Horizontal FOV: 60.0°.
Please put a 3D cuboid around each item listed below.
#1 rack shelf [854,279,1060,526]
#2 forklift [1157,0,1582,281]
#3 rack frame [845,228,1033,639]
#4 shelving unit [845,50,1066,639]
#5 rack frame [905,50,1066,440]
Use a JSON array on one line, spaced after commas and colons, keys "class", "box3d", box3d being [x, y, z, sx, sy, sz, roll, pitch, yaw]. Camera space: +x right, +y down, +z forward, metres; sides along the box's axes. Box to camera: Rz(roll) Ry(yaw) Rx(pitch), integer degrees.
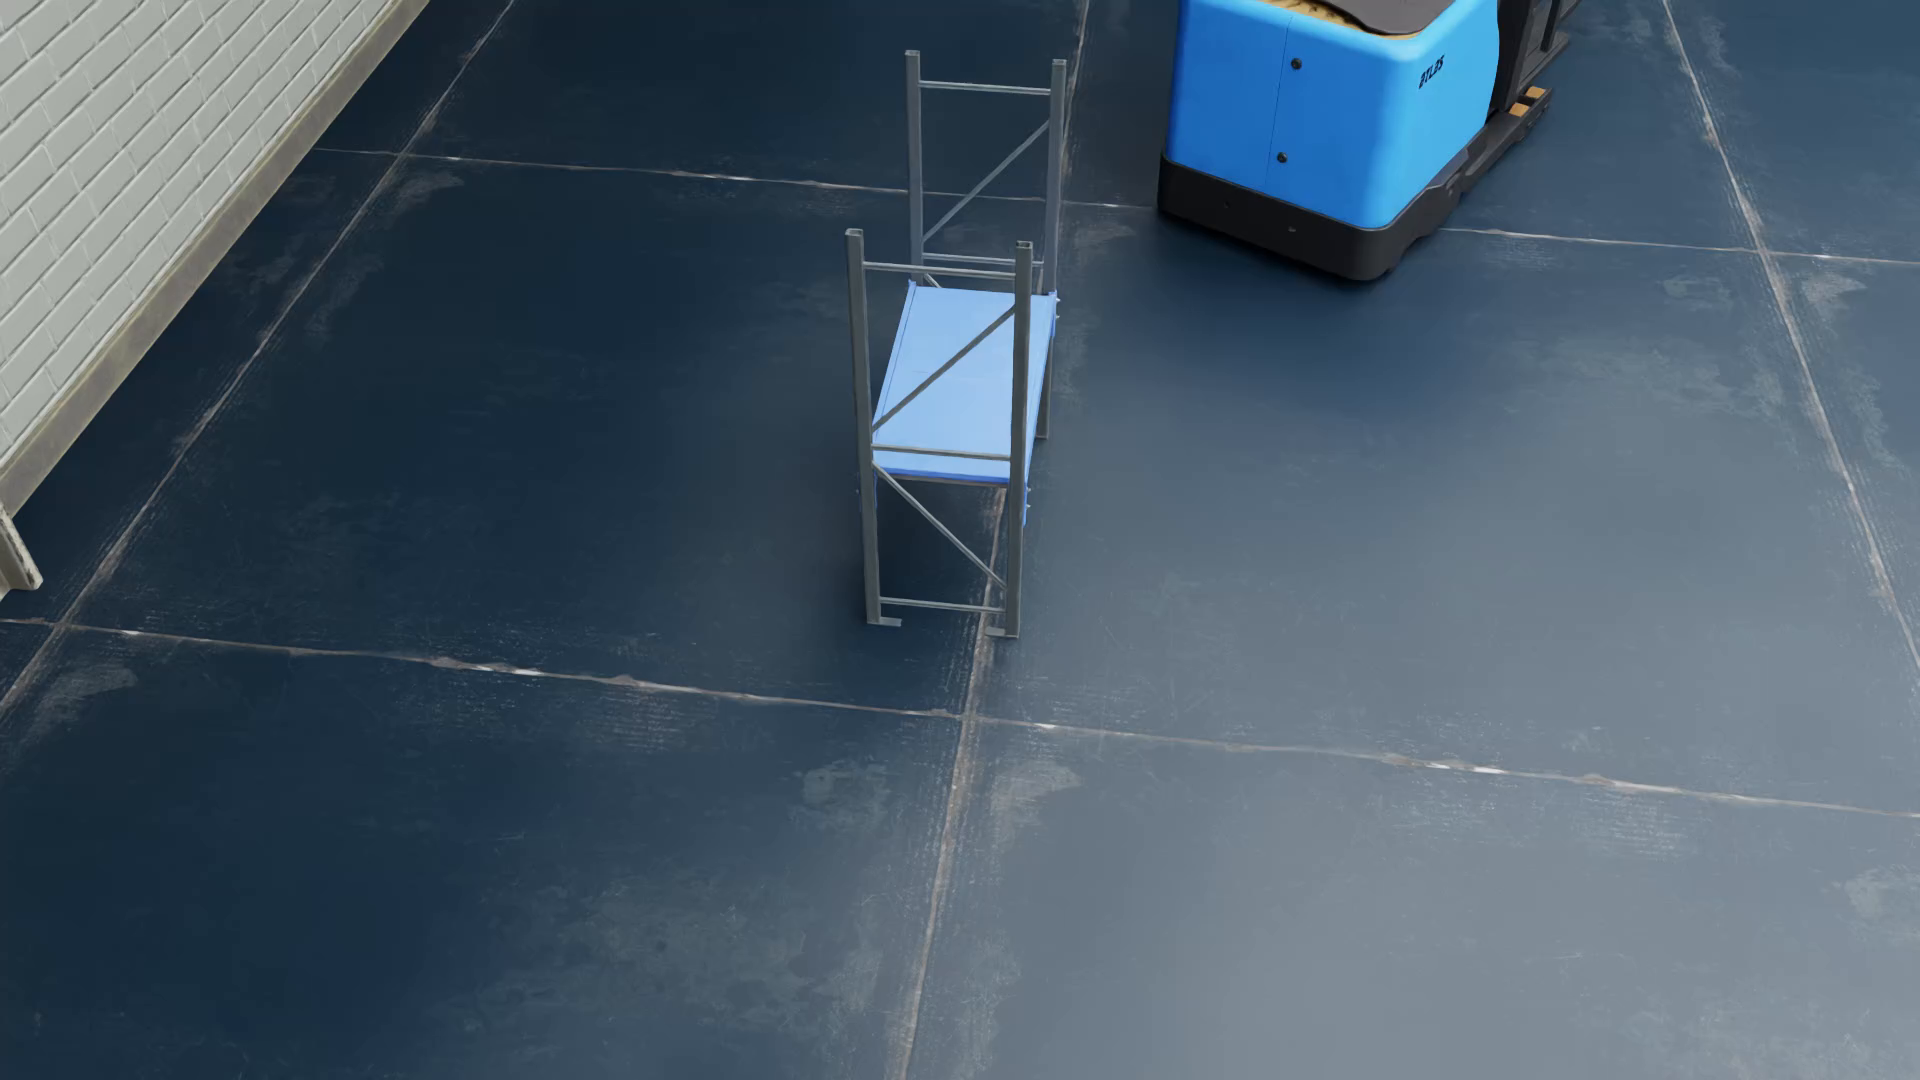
[{"class": "rack shelf", "box3d": [0.011, -0.472, 5.419, 0.538, 0.185, 1.000, 5, 44, 6]}, {"class": "forklift", "box3d": [2.118, -3.092, 6.883, 1.130, 2.935, 3.031, 26, 49, 25]}, {"class": "rack frame", "box3d": [-0.056, -0.256, 4.930, 0.500, 1.500, 0.032, 5, 44, 6]}, {"class": "shelving unit", "box3d": [0.011, -0.603, 5.296, 0.538, 1.500, 1.048, 5, 44, 6]}, {"class": "rack frame", "box3d": [0.078, -0.949, 5.662, 0.500, 1.500, 0.032, 5, 44, 6]}]
